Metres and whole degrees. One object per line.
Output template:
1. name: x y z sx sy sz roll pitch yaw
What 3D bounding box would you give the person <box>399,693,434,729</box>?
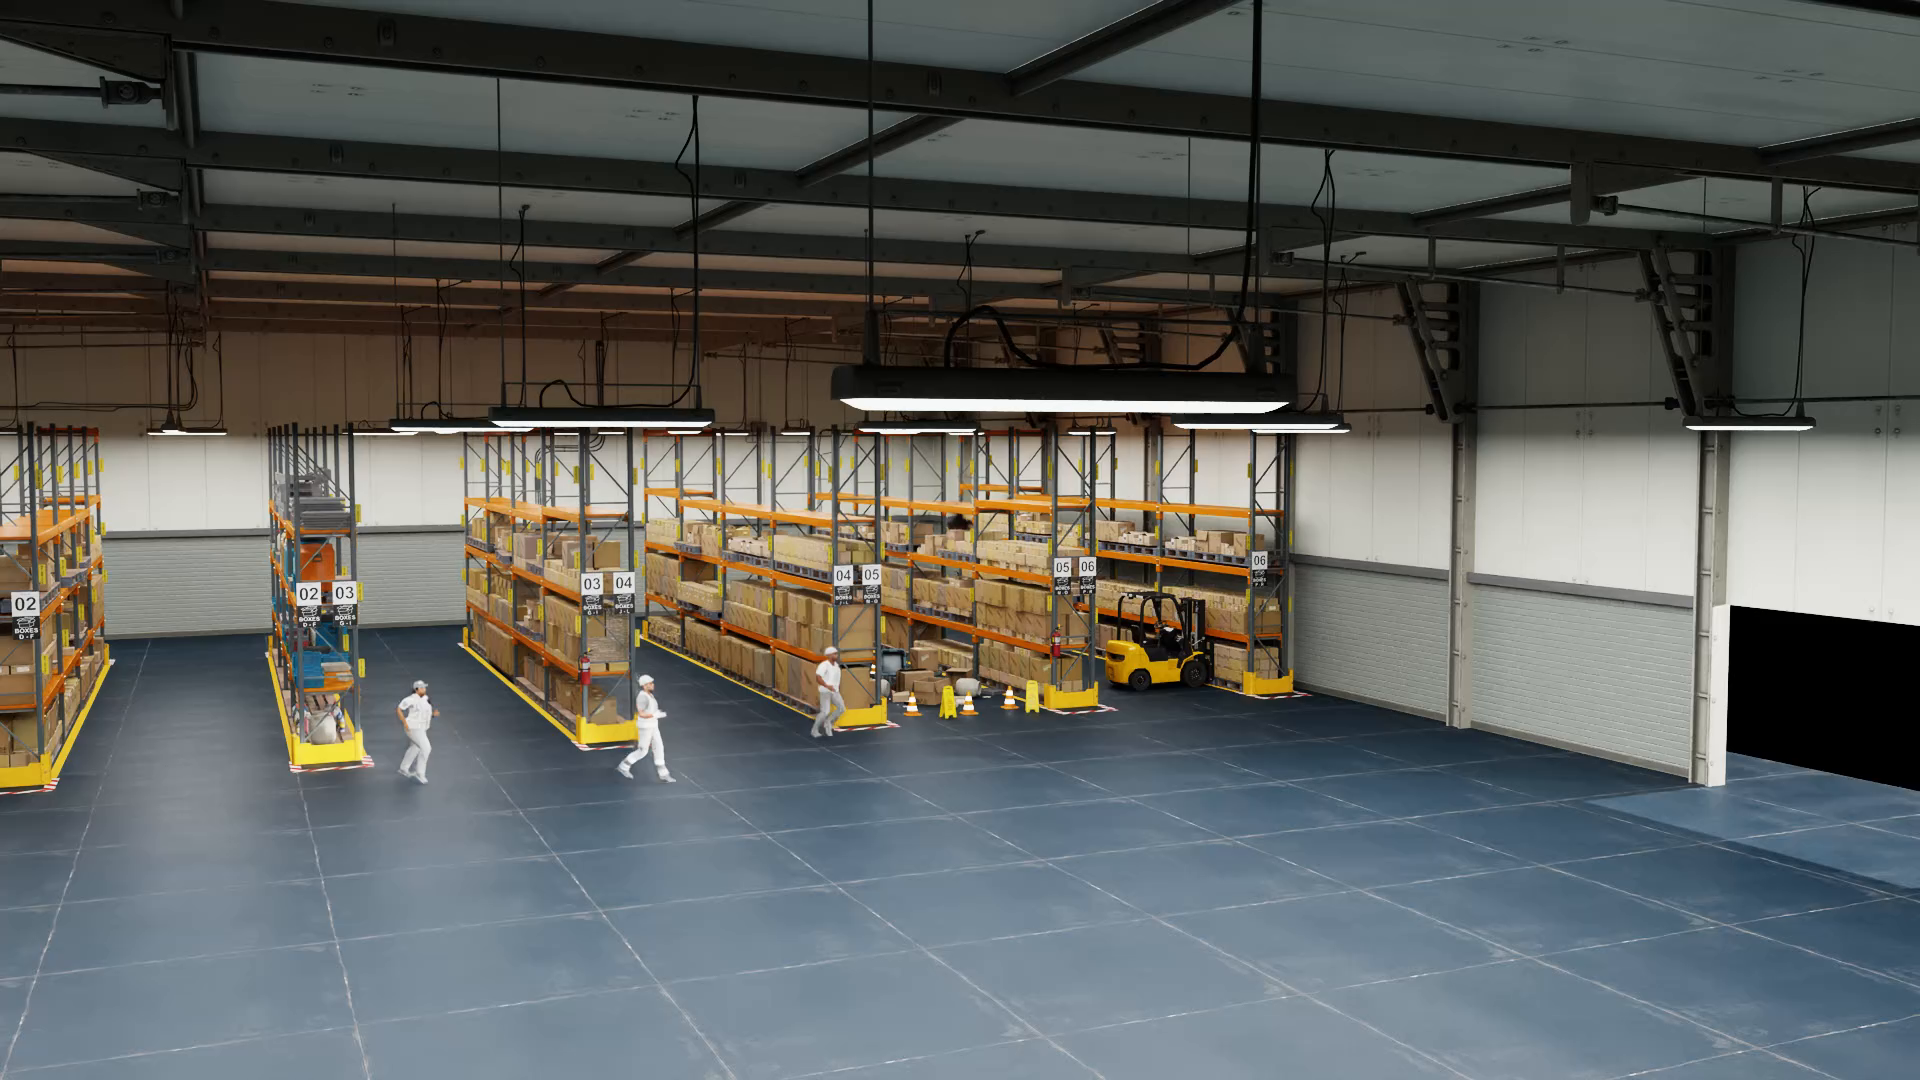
1. person: -9.057 2.844 27.810 0.457 0.596 0.564 1 4 11

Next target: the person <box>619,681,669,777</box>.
1. person: -5.240 3.147 27.527 0.815 1.583 0.653 0 4 6

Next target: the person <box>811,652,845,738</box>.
1. person: -2.475 2.932 31.904 0.618 1.684 0.766 2 4 33
